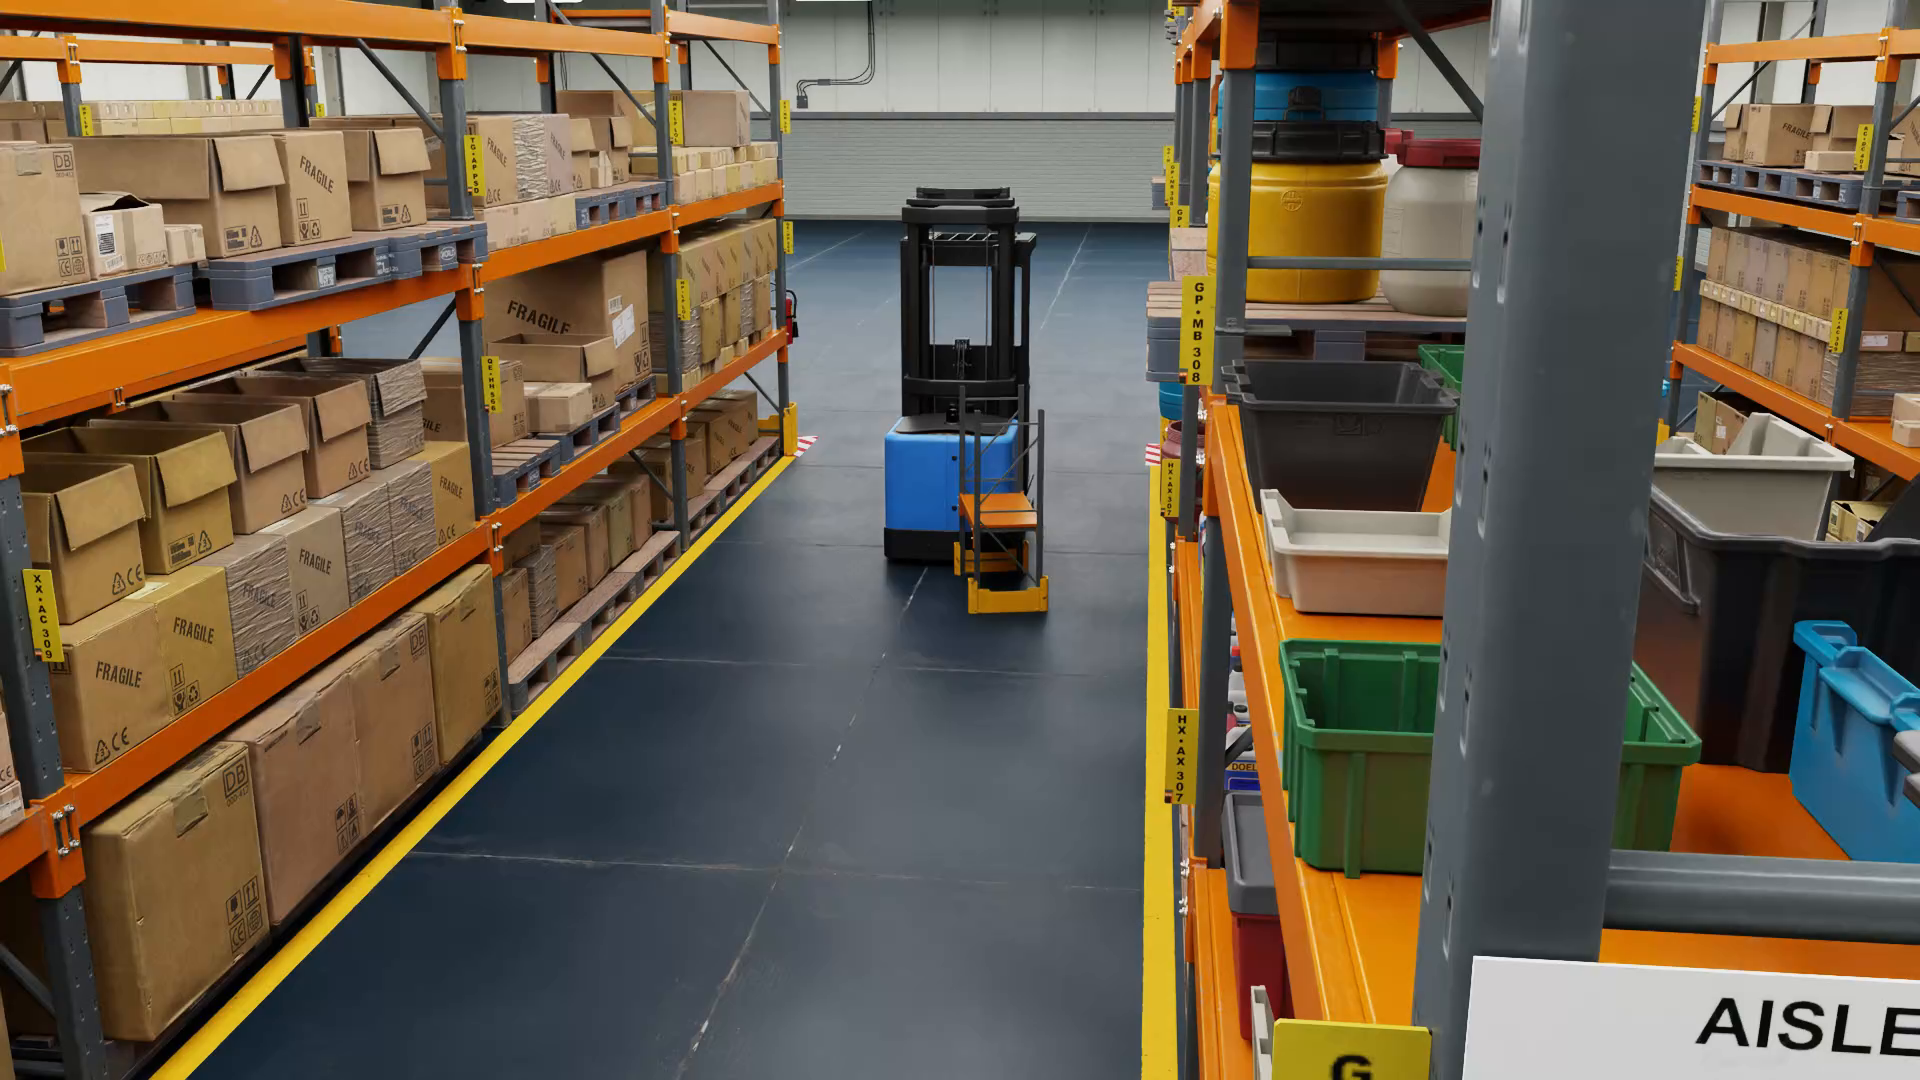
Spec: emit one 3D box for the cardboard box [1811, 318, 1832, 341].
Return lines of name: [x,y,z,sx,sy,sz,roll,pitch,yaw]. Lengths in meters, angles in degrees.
cardboard box: [6.954,-1.654,13.099,0.380,0.149,0.250,1,15,5]

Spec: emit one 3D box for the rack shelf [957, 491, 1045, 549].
rack shelf: [0.298,-0.161,12.573,0.538,0.185,1.000,-2,15,-6]

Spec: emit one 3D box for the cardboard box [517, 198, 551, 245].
cardboard box: [-2.851,-1.962,10.213,0.500,0.250,0.500,2,15,8]

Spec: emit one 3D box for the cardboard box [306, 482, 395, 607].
cardboard box: [-3.142,0.012,8.180,0.500,0.500,0.500,1,15,4]

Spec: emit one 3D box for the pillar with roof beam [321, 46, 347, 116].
pillar with roof beam: [-11.080,-11.691,40.158,9.100,9.000,0.400,2,15,6]

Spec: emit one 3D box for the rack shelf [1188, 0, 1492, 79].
rack shelf: [1.481,-2.030,6.575,1.077,0.370,4.000,2,15,6]

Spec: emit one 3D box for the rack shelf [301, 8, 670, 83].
rack shelf: [-2.989,-3.214,10.951,1.077,0.370,4.000,2,15,6]

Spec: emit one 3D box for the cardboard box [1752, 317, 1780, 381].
cardboard box: [7.293,-1.647,14.316,0.700,0.500,0.500,2,15,8]

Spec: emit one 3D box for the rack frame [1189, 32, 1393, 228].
rack frame: [1.706,-3.089,8.347,1.000,3.000,0.127,2,15,6]

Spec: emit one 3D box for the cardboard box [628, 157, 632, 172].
cardboard box: [-2.893,-3.104,13.672,0.380,0.149,0.250,2,15,7]

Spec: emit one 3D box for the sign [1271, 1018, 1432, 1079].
sign: [0.255,0.472,1.123,0.100,0.325,0.005,2,15,6]

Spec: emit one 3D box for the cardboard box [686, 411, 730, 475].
cardboard box: [-2.522,-0.931,15.842,0.500,0.500,0.500,3,15,11]

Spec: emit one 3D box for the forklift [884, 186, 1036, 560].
forklift: [0.074,-1.578,14.383,1.130,2.935,3.031,2,15,7]

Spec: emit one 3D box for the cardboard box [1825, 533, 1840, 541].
cardboard box: [6.787,0.138,12.368,0.500,0.250,0.500,1,15,5]

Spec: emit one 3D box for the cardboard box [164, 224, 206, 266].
cardboard box: [-3.349,-1.213,6.831,0.380,0.149,0.250,1,15,4]

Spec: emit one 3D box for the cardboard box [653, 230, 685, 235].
cardboard box: [-2.814,-2.565,15.224,0.500,0.500,0.500,2,15,6]

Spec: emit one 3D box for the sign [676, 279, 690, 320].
sign: [-2.212,-1.920,13.298,0.100,0.325,0.005,2,15,6]

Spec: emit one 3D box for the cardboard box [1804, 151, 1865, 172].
cardboard box: [6.944,-3.002,13.179,0.380,0.149,0.250,2,15,6]

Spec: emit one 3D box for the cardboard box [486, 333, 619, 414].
cardboard box: [-2.867,-1.177,11.765,0.797,0.503,0.637,3,15,12]

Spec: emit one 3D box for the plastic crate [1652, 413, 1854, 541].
plastic crate: [1.361,-0.075,3.173,0.437,0.282,0.530,2,15,6]

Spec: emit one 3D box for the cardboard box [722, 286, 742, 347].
cardboard box: [-2.506,-2.073,15.321,0.875,0.500,0.500,2,15,6]

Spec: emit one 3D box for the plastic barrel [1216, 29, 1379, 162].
plastic barrel: [1.296,-1.496,6.435,0.600,0.901,0.708,2,15,6]

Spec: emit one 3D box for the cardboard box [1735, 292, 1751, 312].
cardboard box: [7.157,-2.119,14.819,0.380,0.149,0.250,1,15,4]

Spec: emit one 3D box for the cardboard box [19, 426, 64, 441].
cardboard box: [-7.661,-0.502,13.777,1.050,0.750,0.750,2,15,6]

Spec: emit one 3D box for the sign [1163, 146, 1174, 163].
sign: [2.063,-3.738,16.475,0.100,0.325,0.005,2,15,6]

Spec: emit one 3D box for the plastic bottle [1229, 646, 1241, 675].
plastic bottle: [1.055,0.572,6.395,0.144,0.351,0.185,2,15,6]

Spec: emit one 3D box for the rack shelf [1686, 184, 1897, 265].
rack shelf: [7.305,-2.703,14.044,1.077,0.370,4.000,2,15,6]

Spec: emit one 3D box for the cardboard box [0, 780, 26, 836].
cardboard box: [-3.375,0.908,5.538,0.380,0.149,0.250,2,15,7]

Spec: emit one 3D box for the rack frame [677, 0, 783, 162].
rack frame: [-2.312,-5.310,16.560,1.000,3.000,0.127,2,15,6]

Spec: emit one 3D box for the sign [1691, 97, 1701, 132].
sign: [6.980,-4.047,15.811,0.100,0.325,0.005,2,15,6]

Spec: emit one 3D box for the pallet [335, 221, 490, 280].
pallet: [-3.235,-1.527,8.679,1.213,0.211,1.003,2,15,9]

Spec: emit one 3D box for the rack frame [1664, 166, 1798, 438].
rack frame: [7.530,-2.121,16.260,1.000,3.000,0.127,2,15,6]

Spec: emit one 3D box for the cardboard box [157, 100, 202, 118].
cardboard box: [-7.159,-3.926,15.146,0.380,0.149,0.250,2,15,6]

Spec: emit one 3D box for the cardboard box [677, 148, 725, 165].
cardboard box: [-2.316,-3.427,14.866,0.380,0.149,0.250,2,15,8]

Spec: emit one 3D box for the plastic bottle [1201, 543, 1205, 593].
plastic bottle: [1.224,0.119,8.198,0.061,0.283,0.133,2,15,6]

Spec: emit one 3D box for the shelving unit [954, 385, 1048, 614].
shelving unit: [0.299,-0.332,12.518,0.587,1.500,1.083,-2,15,-6]

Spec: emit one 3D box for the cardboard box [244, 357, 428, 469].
cardboard box: [-3.313,-0.682,8.826,0.797,0.503,0.637,2,15,8]

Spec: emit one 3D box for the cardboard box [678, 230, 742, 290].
cardboard box: [-2.303,-2.550,15.168,0.500,0.500,0.500,2,15,6]

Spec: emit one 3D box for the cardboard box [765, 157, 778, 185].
cardboard box: [-2.114,-3.657,16.481,0.500,0.250,0.500,2,15,8]

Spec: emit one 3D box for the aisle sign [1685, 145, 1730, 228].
aisle sign: [7.234,-3.402,16.017,0.394,0.787,0.004,2,15,6]

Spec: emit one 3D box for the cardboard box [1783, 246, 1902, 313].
cardboard box: [7.236,-2.135,13.633,0.700,0.500,0.500,2,15,6]

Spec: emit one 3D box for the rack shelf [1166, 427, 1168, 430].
rack shelf: [2.383,-1.402,14.979,1.077,0.370,4.000,2,15,6]

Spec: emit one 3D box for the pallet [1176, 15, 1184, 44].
pallet: [2.358,-4.374,14.228,1.003,0.211,1.213,2,15,6]

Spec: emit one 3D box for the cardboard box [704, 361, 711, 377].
cardboard box: [-2.380,-1.497,14.435,0.380,0.149,0.250,2,15,6]

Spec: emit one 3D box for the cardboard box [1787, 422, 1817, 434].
cardboard box: [7.035,-0.707,14.057,0.500,0.500,0.500,2,15,6]

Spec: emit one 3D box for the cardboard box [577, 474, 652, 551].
cardboard box: [-2.854,-0.224,13.189,0.700,0.500,0.500,1,15,2]

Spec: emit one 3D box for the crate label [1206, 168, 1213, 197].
crate label: [2.070,-3.169,14.672,0.502,0.251,0.408,2,15,6]

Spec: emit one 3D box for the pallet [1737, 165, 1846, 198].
pallet: [7.290,-3.027,14.032,1.003,0.211,1.213,2,15,6]

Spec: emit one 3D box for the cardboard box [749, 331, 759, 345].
cardboard box: [-2.189,-2.017,16.357,0.380,0.149,0.250,2,15,6]

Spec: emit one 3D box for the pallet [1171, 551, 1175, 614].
pallet: [2.108,0.320,12.573,1.003,0.211,1.213,2,15,6]

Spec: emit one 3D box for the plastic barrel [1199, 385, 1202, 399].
plastic barrel: [1.700,-0.752,10.937,0.433,0.535,0.433,0,15,0]

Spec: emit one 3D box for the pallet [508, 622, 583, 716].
pallet: [-3.125,0.804,10.783,1.003,0.211,1.213,2,15,6]

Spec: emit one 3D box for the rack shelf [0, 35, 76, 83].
rack shelf: [-7.906,-3.386,11.588,1.077,0.370,4.000,2,15,6]
